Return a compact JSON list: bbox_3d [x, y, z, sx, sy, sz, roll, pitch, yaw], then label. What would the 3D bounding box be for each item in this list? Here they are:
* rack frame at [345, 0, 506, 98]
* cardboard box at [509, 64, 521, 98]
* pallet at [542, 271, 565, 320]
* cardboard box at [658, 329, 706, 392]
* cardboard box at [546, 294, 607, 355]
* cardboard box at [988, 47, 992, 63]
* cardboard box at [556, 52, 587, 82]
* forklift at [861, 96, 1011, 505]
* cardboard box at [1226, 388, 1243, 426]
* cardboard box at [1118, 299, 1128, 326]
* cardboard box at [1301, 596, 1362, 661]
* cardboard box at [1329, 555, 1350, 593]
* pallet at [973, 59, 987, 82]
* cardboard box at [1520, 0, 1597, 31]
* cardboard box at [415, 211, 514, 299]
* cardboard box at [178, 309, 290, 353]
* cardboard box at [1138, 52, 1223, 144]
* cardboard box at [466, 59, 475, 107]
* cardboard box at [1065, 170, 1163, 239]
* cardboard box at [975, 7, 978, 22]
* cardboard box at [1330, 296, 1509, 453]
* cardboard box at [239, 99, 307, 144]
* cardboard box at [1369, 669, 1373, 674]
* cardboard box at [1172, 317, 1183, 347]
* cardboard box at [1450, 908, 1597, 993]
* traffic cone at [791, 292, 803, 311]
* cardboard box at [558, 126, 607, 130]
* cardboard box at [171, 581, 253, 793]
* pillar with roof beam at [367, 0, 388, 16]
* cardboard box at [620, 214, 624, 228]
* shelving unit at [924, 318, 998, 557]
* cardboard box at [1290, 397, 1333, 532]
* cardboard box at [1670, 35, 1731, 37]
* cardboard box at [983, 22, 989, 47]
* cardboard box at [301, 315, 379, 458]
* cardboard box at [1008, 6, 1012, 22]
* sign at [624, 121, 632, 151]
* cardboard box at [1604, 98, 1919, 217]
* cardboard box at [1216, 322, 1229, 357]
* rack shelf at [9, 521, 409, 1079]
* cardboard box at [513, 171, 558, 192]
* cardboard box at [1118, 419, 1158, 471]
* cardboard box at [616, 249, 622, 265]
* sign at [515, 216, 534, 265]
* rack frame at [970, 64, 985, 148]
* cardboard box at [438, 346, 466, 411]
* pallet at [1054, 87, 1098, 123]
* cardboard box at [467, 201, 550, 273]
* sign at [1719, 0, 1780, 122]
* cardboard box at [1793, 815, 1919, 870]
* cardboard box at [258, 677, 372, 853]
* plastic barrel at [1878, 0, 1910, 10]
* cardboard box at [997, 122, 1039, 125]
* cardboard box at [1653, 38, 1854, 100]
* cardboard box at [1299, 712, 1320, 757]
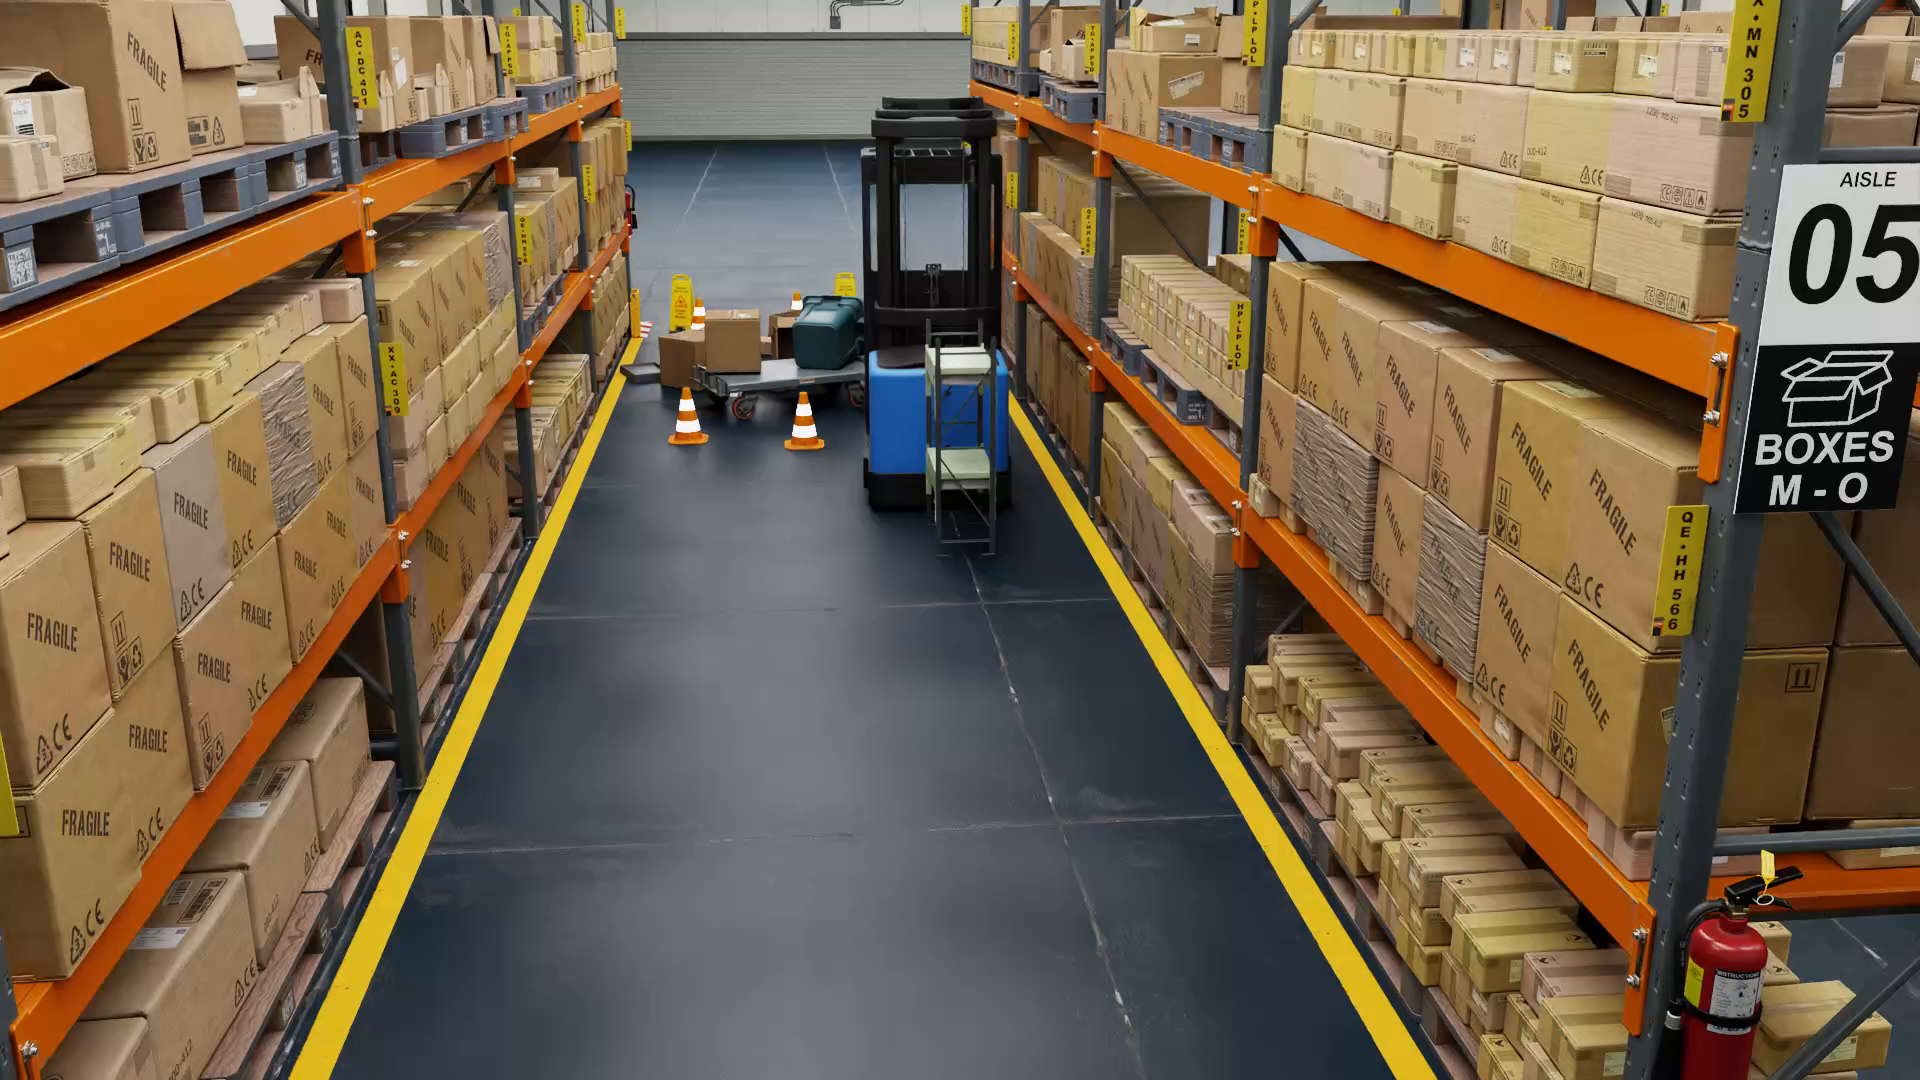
[{"bbox_3d":[-3.466,-4.295,10.335,1.000,3.000,0.127,-2,18,-6],"label":"rack frame"},{"bbox_3d":[-3.652,-3.367,12.214,0.797,0.503,0.637,-2,18,-6],"label":"cardboard box"},{"bbox_3d":[-3.711,-1.930,13.137,1.003,0.211,1.213,-2,18,-6],"label":"pallet"},{"bbox_3d":[-2.636,-1.795,16.555,0.500,0.500,0.500,11,21,32],"label":"cardboard box"},{"bbox_3d":[-3.671,-2.055,15.853,0.500,0.500,0.500,-1,17,-3],"label":"cardboard box"},{"bbox_3d":[0.495,-4.995,17.123,0.380,0.149,0.250,-2,18,-5],"label":"cardboard box"},{"bbox_3d":[-3.652,-4.266,15.003,0.500,0.250,0.500,-2,18,-7],"label":"cardboard box"},{"bbox_3d":[-0.230,-2.045,13.298,1.130,2.935,3.031,-1,17,-3],"label":"forklift"},{"bbox_3d":[1.594,-0.695,8.600,0.380,0.149,0.250,-2,18,-5],"label":"cardboard box"},{"bbox_3d":[1.292,-1.557,11.347,0.380,0.149,0.250,-2,18,-6],"label":"cardboard box"},{"bbox_3d":[2.047,0.339,9.060,0.500,0.500,0.500,-1,17,-3],"label":"cardboard box"},{"bbox_3d":[1.727,0.101,6.768,0.380,0.149,0.250,-1,17,-5],"label":"cardboard box"},{"bbox_3d":[0.709,-5.168,18.270,1.003,0.211,1.213,-2,18,-6],"label":"pallet"},{"bbox_3d":[5.678,-4.916,15.824,0.500,0.500,0.500,-2,18,-7],"label":"cardboard box"},{"bbox_3d":[-3.153,-1.812,10.604,0.500,0.500,0.500,-2,18,-7],"label":"cardboard box"},{"bbox_3d":[-2.726,-0.762,6.178,0.380,0.149,0.250,-2,18,-6],"label":"cardboard box"},{"bbox_3d":[1.357,-2.619,9.837,0.500,0.500,0.500,-2,18,-6],"label":"cardboard box"},{"bbox_3d":[-2.976,-2.601,9.469,0.396,0.266,0.258,-2,18,-7],"label":"cardboard box"},{"bbox_3d":[1.249,-2.731,13.531,0.700,0.500,0.500,-2,18,-6],"label":"cardboard box"},{"bbox_3d":[0.364,-5.755,18.214,0.380,0.149,0.250,-2,18,-5],"label":"cardboard box"},{"bbox_3d":[1.753,-0.644,6.388,0.500,0.500,0.500,-1,17,-5],"label":"cardboard box"},{"bbox_3d":[-2.642,-1.542,6.123,0.380,0.149,0.250,-1,17,-4],"label":"cardboard box"},{"bbox_3d":[2.208,0.678,8.073,0.380,0.149,0.250,-1,17,-5],"label":"cardboard box"},{"bbox_3d":[1.463,-1.224,9.791,0.380,0.149,0.250,-1,17,-4],"label":"cardboard box"},{"bbox_3d":[1.843,1.344,5.455,0.380,0.149,0.250,-2,18,-7],"label":"cardboard box"},{"bbox_3d":[-1.895,-2.654,19.357,0.336,0.463,0.334,-2,18,-6],"label":"traffic cone"},{"bbox_3d":[-3.909,-3.885,16.712,0.700,0.500,0.500,-2,18,-6],"label":"cardboard box"},{"bbox_3d":[-2.520,0.449,5.073,0.500,0.500,0.500,-2,18,-6],"label":"cardboard box"},{"bbox_3d":[-7.627,-11.785,34.192,9.100,9.000,0.400,-2,18,-6],"label":"pillar with roof beam"},{"bbox_3d":[-3.904,-3.520,18.300,0.380,0.149,0.250,-2,18,-6],"label":"cardboard box"},{"bbox_3d":[-0.001,-0.718,11.459,0.431,1.500,0.755,-2,18,-6],"label":"shelving unit"},{"bbox_3d":[1.718,-0.311,6.998,0.500,0.500,0.500,-2,18,-6],"label":"cardboard box"},{"bbox_3d":[2.345,-1.430,4.967,0.380,0.149,0.250,-1,17,-4],"label":"cardboard box"},{"bbox_3d":[0.523,-5.296,17.416,0.500,0.250,0.500,-2,18,-6],"label":"cardboard box"},{"bbox_3d":[-2.730,-0.634,6.853,0.500,0.500,0.500,-2,18,-6],"label":"cardboard box"},{"bbox_3d":[0.654,-4.922,15.560,0.380,0.149,0.250,-2,18,-6],"label":"cardboard box"},{"bbox_3d":[-3.737,-4.531,18.641,0.100,0.325,0.005,-2,18,-6],"label":"sign"},{"bbox_3d":[1.971,-0.960,4.135,0.500,0.250,0.500,-2,18,-7],"label":"cardboard box"},{"bbox_3d":[1.571,-1.059,8.769,0.380,0.149,0.250,-2,18,-7],"label":"cardboard box"},{"bbox_3d":[-2.847,0.698,5.648,1.077,0.370,4.000,-2,18,-6],"label":"rack shelf"},{"bbox_3d":[-3.471,-2.908,13.484,0.380,0.149,0.250,-3,18,-8],"label":"cardboard box"},{"bbox_3d":[1.330,-0.618,10.857,0.500,0.250,0.500,-2,18,-6],"label":"cardboard box"},{"bbox_3d":[-3.845,-3.034,17.889,0.380,0.149,0.250,-1,17,-4],"label":"cardboard box"},{"bbox_3d":[-2.915,-2.004,11.118,0.100,0.325,0.005,-2,18,-6],"label":"sign"},{"bbox_3d":[0.622,-4.000,19.409,1.000,3.000,0.127,-2,18,-6],"label":"rack frame"},{"bbox_3d":[-2.926,-0.854,8.805,0.500,0.250,0.500,-2,17,-5],"label":"cardboard box"},{"bbox_3d":[1.328,-3.147,12.002,1.213,0.211,1.003,-1,17,-3],"label":"pallet"},{"bbox_3d":[-3.405,-2.277,12.559,0.500,0.500,0.500,-1,17,-5],"label":"cardboard box"},{"bbox_3d":[1.718,-1.075,3.608,0.100,0.325,0.005,-2,18,-6],"label":"sign"},{"bbox_3d":[2.565,0.781,4.602,0.380,0.149,0.250,-2,18,-6],"label":"cardboard box"},{"bbox_3d":[-3.096,0.971,7.153,0.875,0.438,0.875,-2,18,-6],"label":"cardboard box"},{"bbox_3d":[10.669,-5.971,19.263,0.600,0.830,0.708,-2,18,-6],"label":"plastic barrel"},{"bbox_3d":[0.770,-4.314,18.356,0.875,0.550,0.550,-2,18,-6],"label":"cardboard box"},{"bbox_3d":[1.996,-1.187,4.192,0.380,0.149,0.250,-2,17,-5],"label":"cardboard box"},{"bbox_3d":[1.755,0.855,7.506,0.380,0.149,0.250,-2,18,-6],"label":"cardboard box"}]
